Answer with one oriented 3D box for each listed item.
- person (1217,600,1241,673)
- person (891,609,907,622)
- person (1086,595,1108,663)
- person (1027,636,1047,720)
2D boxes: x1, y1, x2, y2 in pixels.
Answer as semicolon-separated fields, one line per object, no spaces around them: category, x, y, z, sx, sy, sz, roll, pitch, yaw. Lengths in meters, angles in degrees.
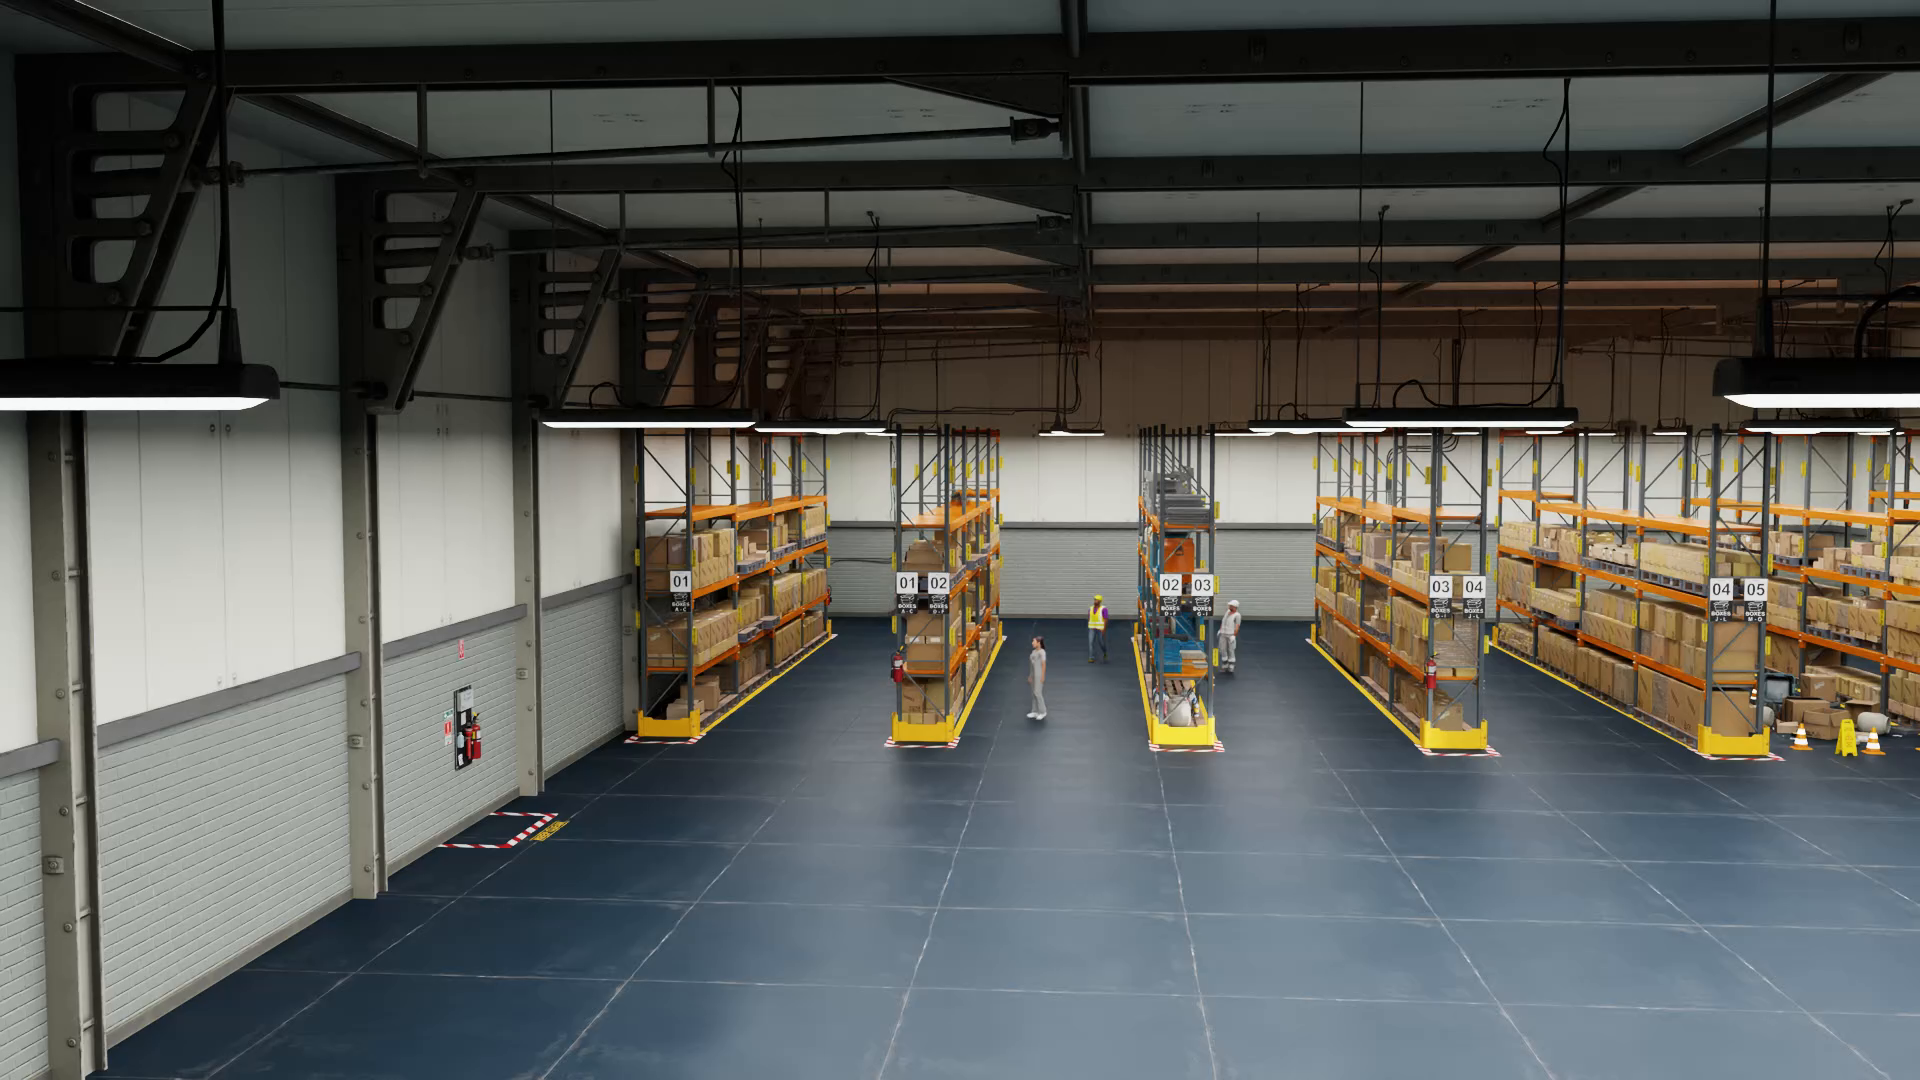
person;6.552;2.371;40.726;0.678;1.823;0.506;3;4;38
person;-1.765;1.717;51.797;0.676;1.691;0.546;1;4;22
person;3.509;2.270;42.578;0.586;1.729;0.934;1;4;18
person;1.575;2.815;34.103;0.385;1.699;0.475;-2;4;-25
